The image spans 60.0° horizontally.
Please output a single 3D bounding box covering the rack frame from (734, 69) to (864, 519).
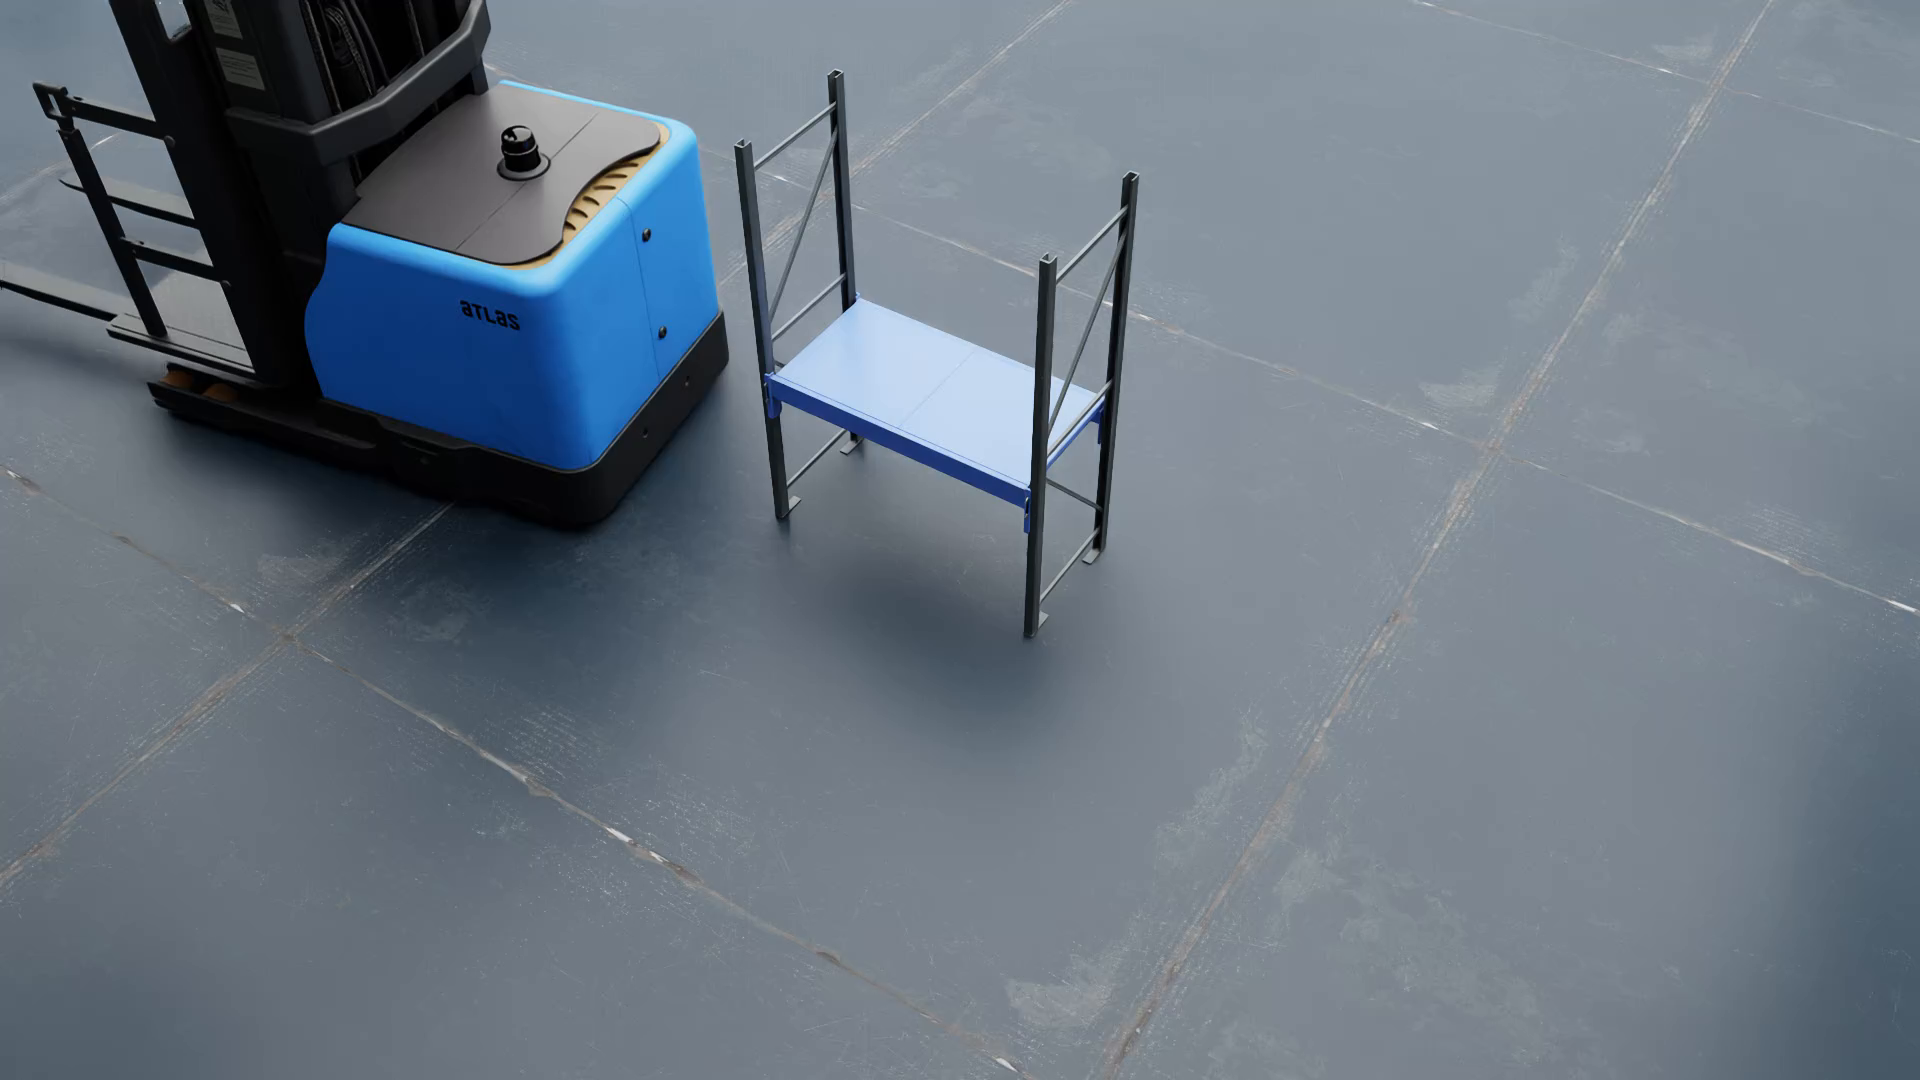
[{"bbox_3d":[-0.500,-0.753,5.435,0.032,1.500,0.500,25,51,22],"label":"rack frame"}]

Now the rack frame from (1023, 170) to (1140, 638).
[{"bbox_3d":[0.356,-0.359,5.053,0.032,1.500,0.500,25,51,22],"label":"rack frame"}]

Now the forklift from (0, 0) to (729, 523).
[{"bbox_3d":[-2.444,-1.767,5.423,3.031,2.935,1.130,17,48,15],"label":"forklift"}]

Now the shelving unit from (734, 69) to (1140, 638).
[{"bbox_3d":[-0.072,-0.556,5.244,1.048,1.500,0.538,25,51,22],"label":"shelving unit"}]

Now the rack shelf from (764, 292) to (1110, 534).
[{"bbox_3d":[-0.072,-0.430,5.373,1.000,0.185,0.538,25,51,22],"label":"rack shelf"}]
